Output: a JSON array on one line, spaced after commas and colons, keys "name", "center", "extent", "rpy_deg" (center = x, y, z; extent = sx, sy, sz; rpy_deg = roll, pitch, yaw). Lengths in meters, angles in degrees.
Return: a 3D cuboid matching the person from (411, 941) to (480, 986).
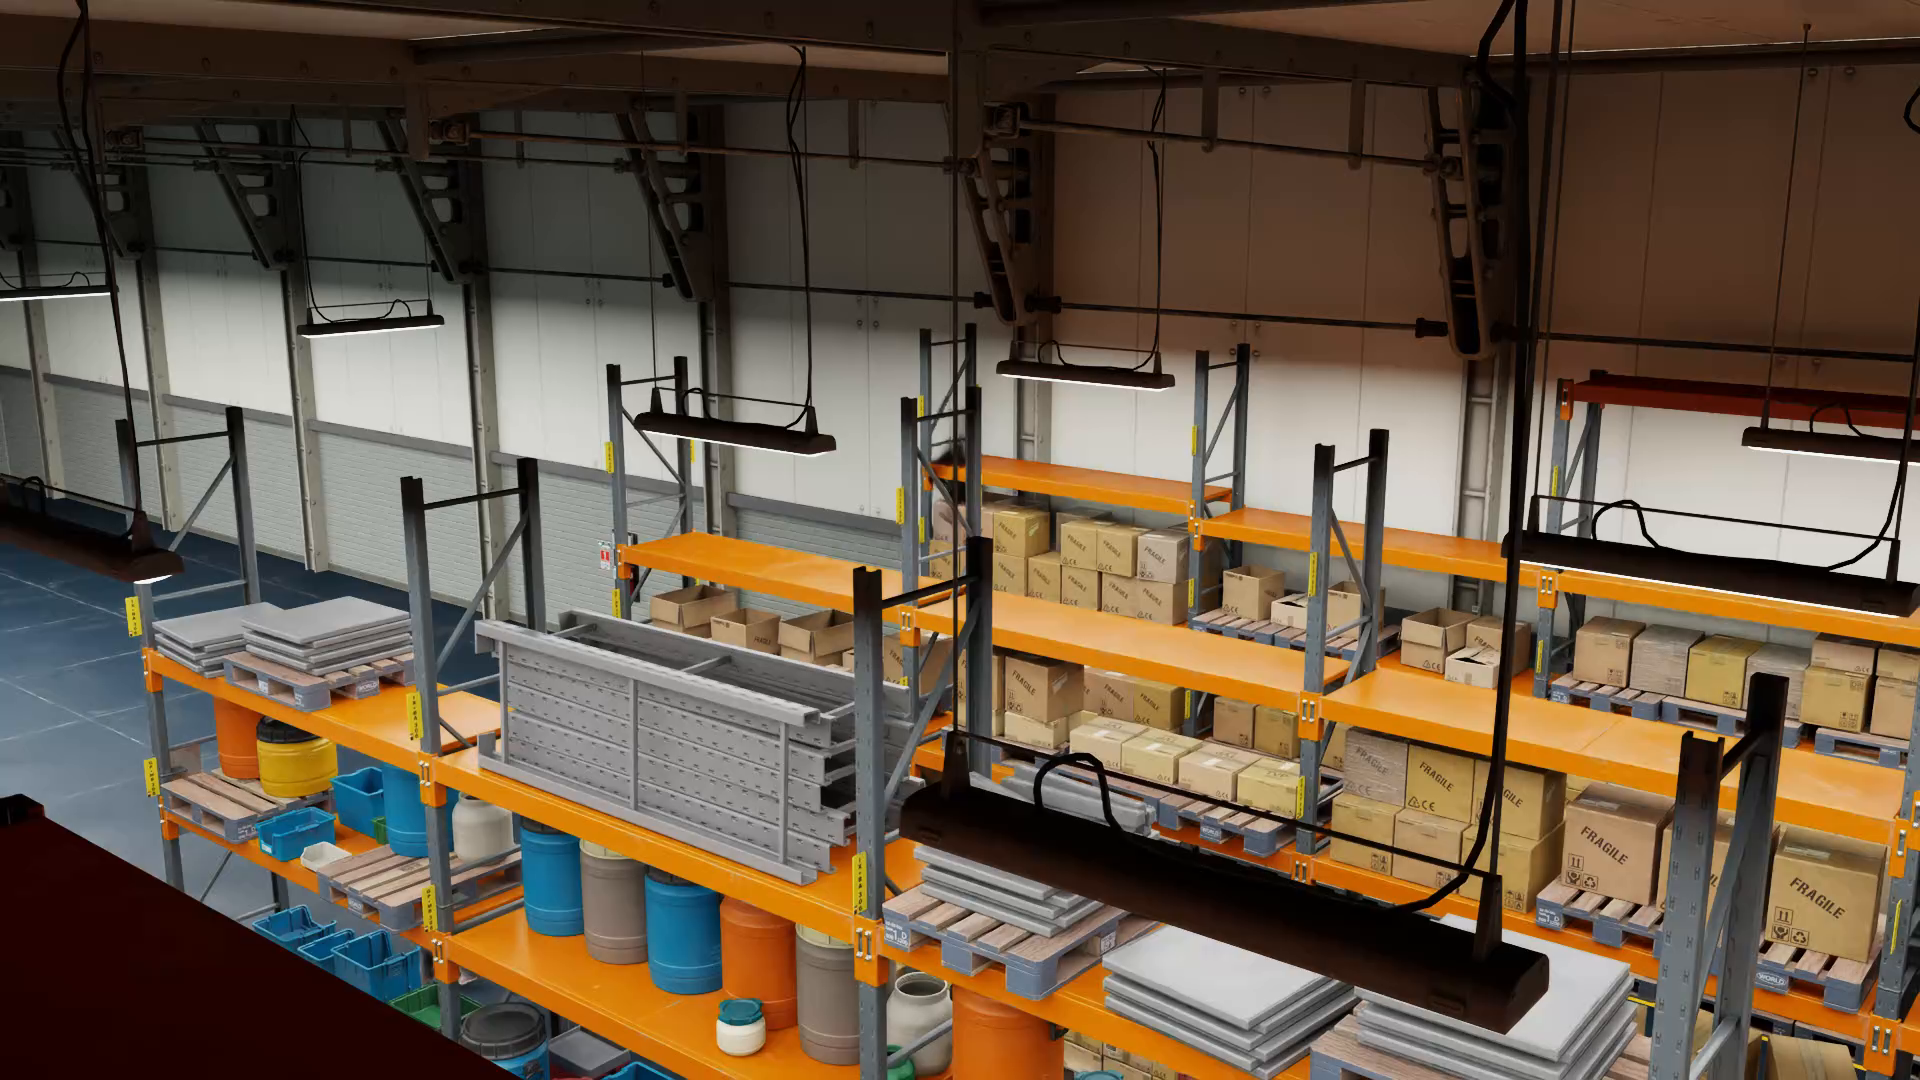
[{"name": "person", "center": [-5.115, 3.705, 16.237], "extent": [0.683, 1.676, 0.625], "rpy_deg": [0, 13, -1]}]
